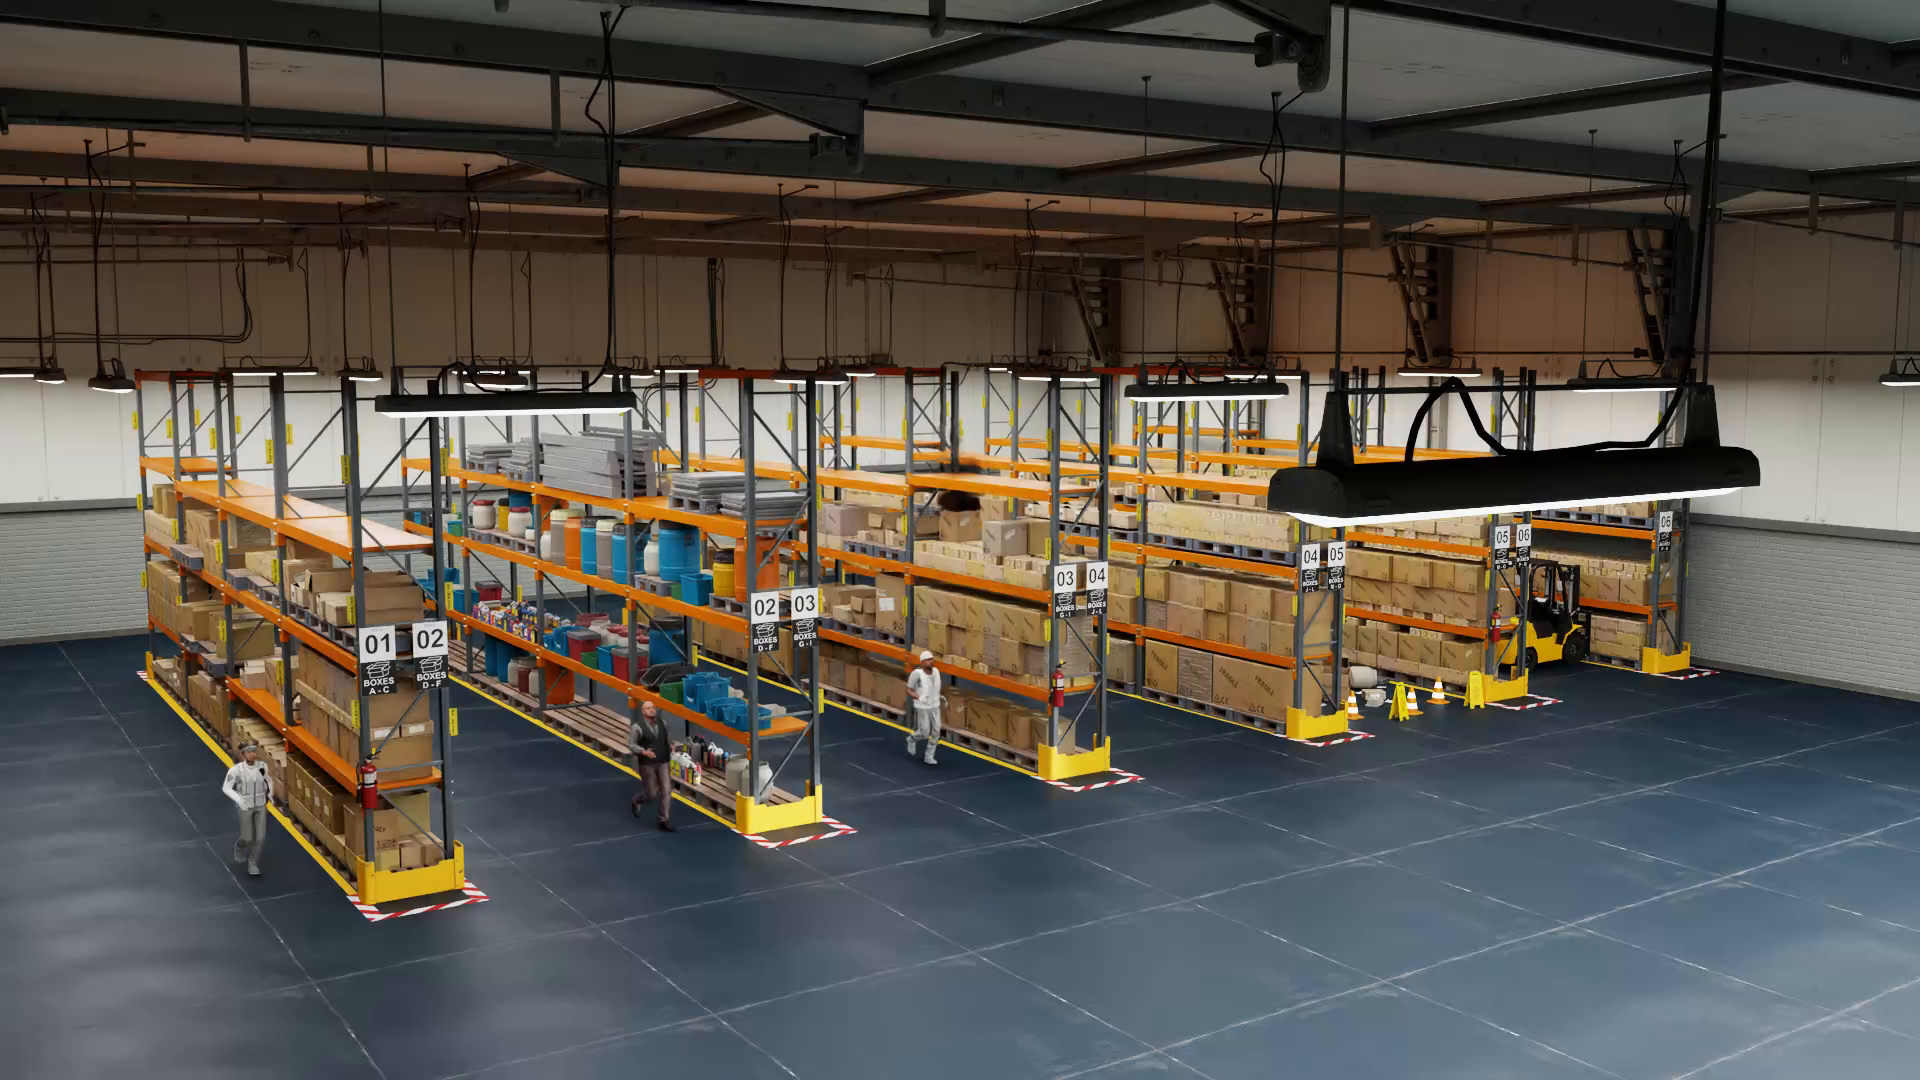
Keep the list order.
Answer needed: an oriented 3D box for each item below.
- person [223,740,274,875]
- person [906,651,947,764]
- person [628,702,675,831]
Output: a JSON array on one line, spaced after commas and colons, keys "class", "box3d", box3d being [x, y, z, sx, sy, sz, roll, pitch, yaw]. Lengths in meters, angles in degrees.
[{"class": "person", "box3d": [-8.630, 3.231, 20.232, 0.602, 1.652, 0.543, -6, 9, -42]}, {"class": "person", "box3d": [-0.528, 2.572, 25.671, 0.678, 1.741, 0.668, -5, 8, -39]}, {"class": "person", "box3d": [-4.057, 3.002, 22.215, 0.676, 1.664, 0.855, -4, 8, -33]}]
